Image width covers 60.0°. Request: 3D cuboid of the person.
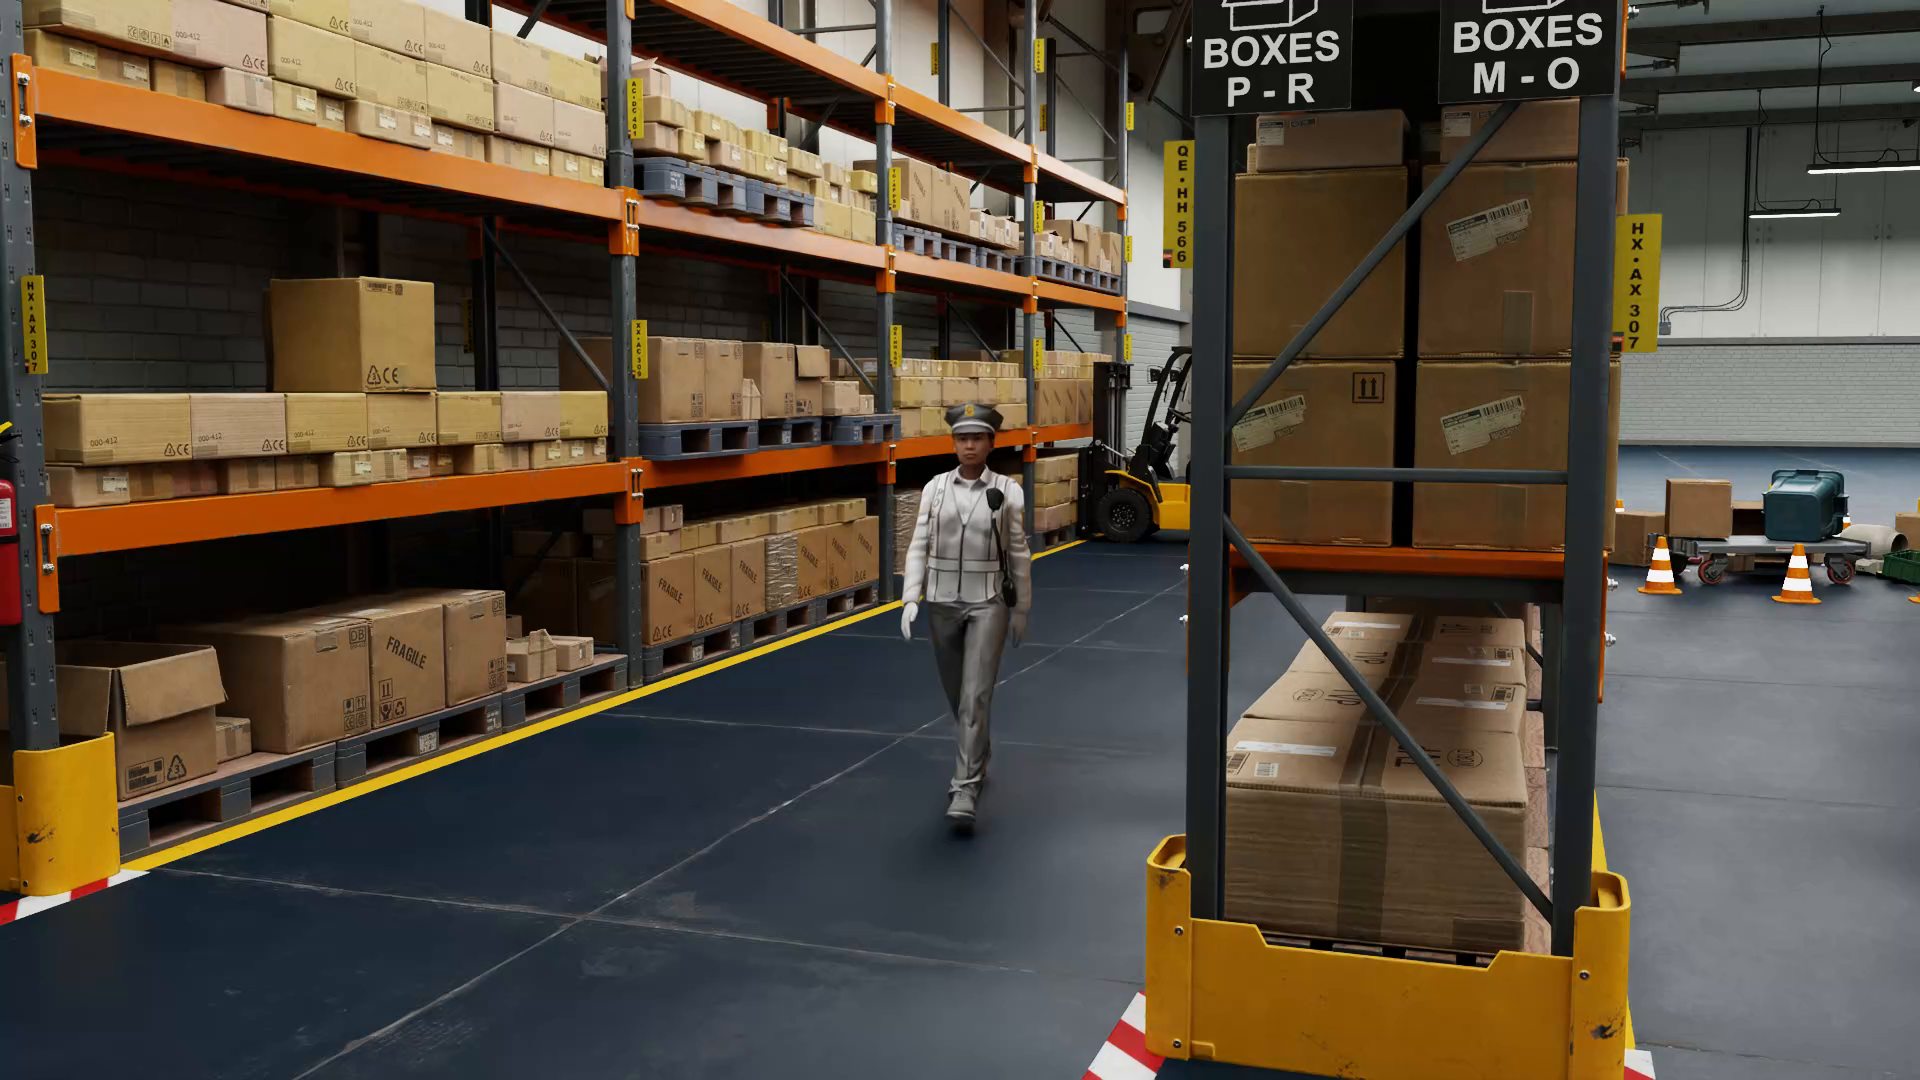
[{"bbox_3d":[0.017,0.260,6.784,0.486,1.639,1.013,2,6,17],"label":"person"}]
